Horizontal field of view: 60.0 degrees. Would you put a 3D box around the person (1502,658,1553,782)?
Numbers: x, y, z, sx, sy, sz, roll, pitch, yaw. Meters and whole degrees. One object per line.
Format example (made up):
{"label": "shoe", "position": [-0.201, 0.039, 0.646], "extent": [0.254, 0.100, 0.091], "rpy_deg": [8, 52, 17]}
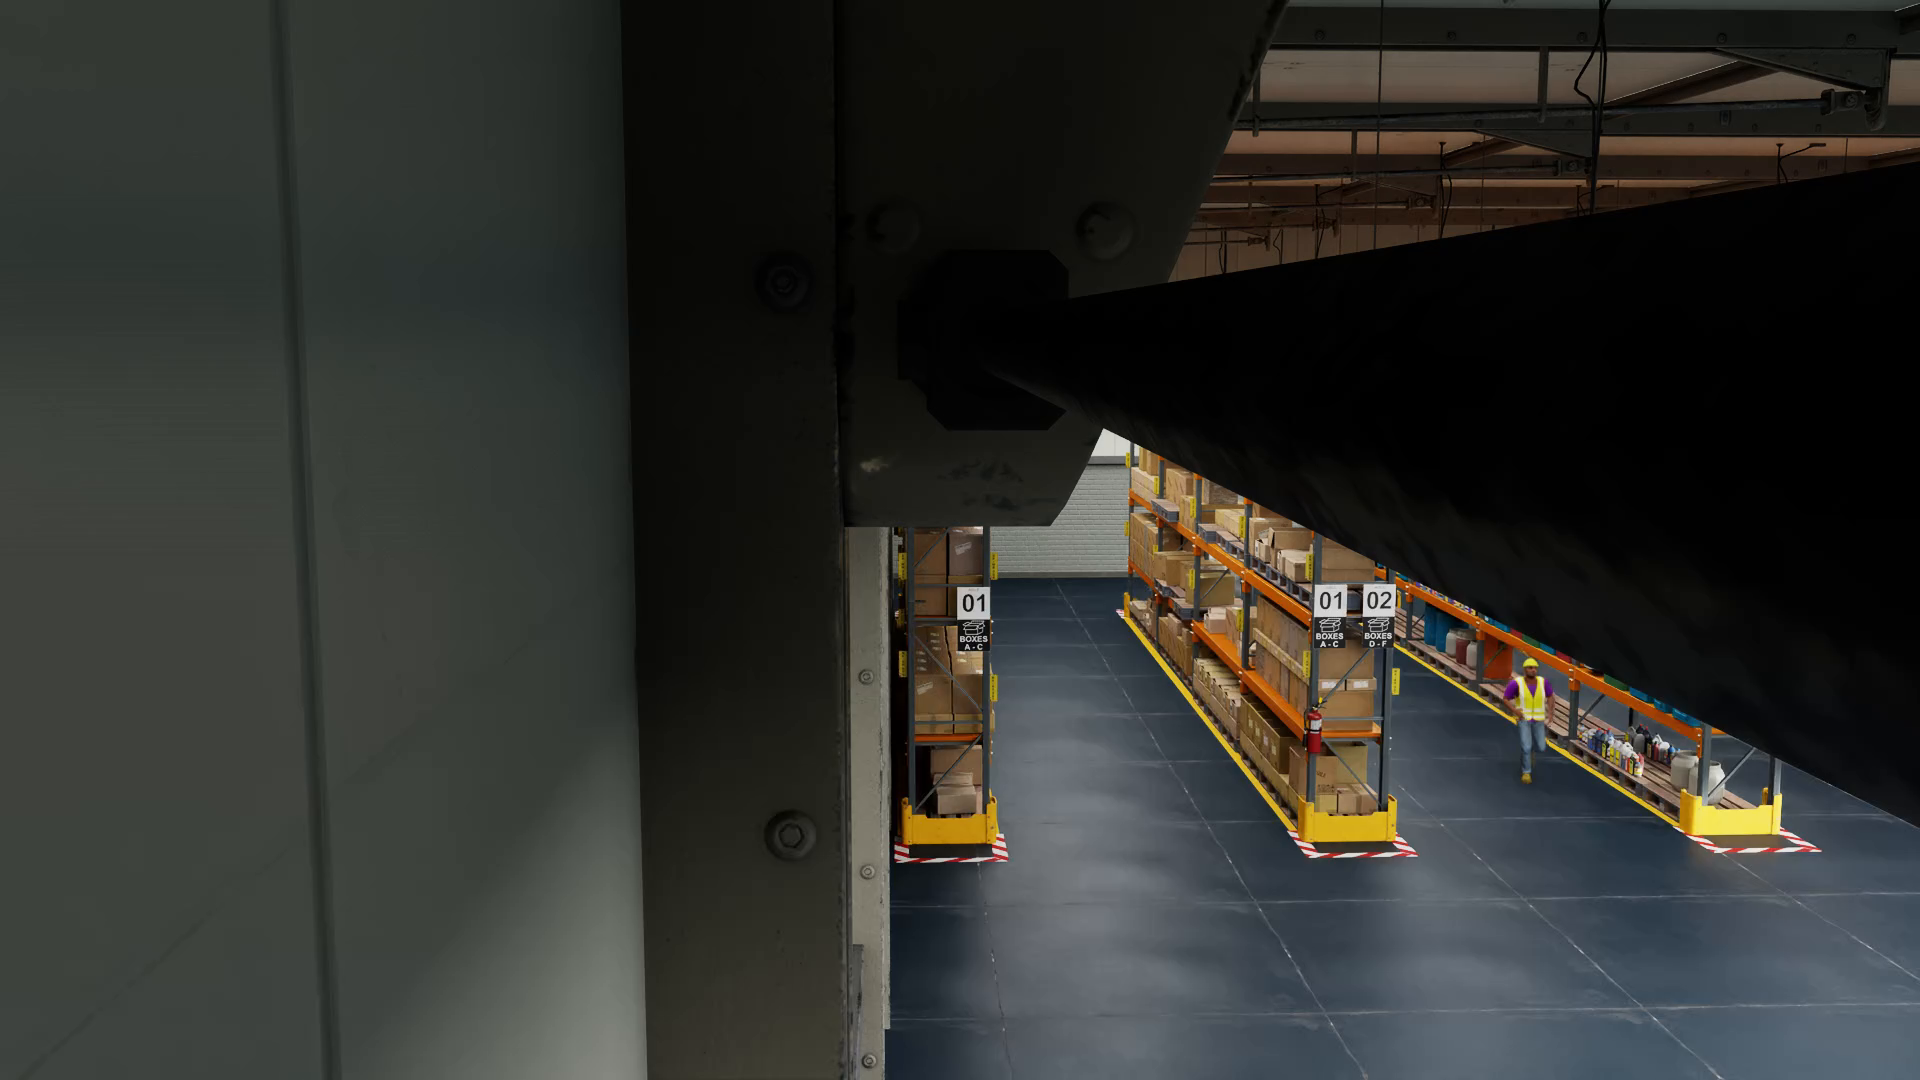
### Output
{"label": "person", "position": [7.963, 2.507, 23.319], "extent": [0.715, 1.727, 0.613], "rpy_deg": [0, 7, 1]}

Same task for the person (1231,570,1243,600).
{"label": "person", "position": [5.969, 0.872, 36.199], "extent": [0.613, 1.663, 0.669], "rpy_deg": [-4, 8, -26]}
